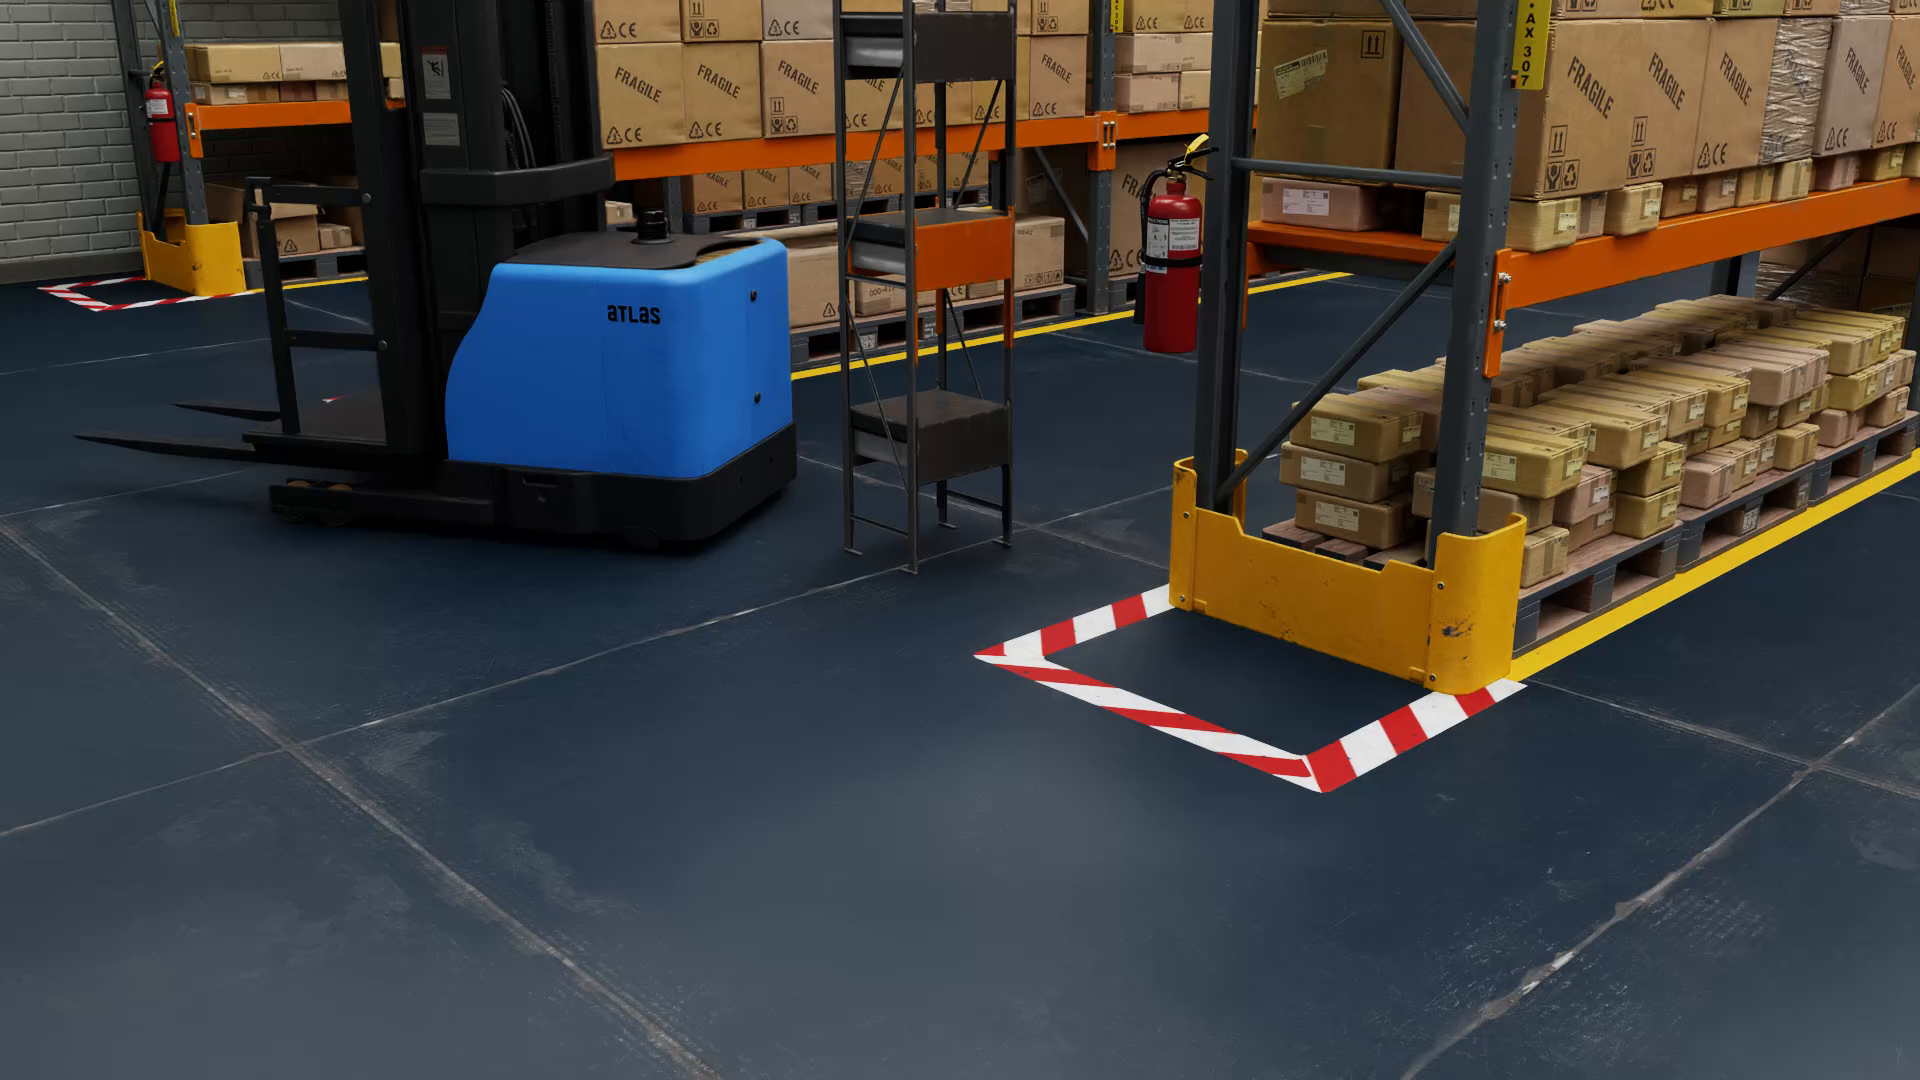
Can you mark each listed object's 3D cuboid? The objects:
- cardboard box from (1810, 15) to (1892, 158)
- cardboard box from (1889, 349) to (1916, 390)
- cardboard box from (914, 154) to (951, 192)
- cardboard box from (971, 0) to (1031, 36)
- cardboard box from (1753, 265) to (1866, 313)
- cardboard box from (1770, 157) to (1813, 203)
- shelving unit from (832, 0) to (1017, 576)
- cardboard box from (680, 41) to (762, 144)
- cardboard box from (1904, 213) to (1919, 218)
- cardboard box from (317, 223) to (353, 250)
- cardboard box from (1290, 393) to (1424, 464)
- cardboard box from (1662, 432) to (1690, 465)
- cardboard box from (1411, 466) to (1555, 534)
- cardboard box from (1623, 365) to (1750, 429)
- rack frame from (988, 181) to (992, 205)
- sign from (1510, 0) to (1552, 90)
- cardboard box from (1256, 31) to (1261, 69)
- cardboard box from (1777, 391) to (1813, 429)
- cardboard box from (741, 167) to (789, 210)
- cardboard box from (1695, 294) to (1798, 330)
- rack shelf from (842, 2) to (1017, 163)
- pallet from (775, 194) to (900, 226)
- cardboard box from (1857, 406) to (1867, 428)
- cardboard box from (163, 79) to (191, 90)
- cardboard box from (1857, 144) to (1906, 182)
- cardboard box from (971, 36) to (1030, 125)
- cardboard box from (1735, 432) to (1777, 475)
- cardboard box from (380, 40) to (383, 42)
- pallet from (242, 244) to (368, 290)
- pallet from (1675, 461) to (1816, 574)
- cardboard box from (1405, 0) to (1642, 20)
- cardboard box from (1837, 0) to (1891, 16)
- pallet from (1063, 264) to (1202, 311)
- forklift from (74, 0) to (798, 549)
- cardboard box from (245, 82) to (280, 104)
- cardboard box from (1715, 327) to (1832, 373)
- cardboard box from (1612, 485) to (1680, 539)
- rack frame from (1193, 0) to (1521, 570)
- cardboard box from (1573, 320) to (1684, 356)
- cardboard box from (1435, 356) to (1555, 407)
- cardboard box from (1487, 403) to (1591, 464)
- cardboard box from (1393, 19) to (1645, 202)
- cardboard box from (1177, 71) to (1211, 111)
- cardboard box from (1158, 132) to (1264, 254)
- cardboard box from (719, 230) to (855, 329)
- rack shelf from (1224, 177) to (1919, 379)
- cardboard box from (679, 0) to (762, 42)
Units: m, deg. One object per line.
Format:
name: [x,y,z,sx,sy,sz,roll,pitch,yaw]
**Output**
cardboard box: [3.182,-1.754,6.388,0.500,0.500,0.500,-16,24,-41]
cardboard box: [4.069,-0.793,7.527,0.250,0.149,0.380,-16,24,-40]
cardboard box: [-0.432,-3.762,16.597,0.500,0.500,0.500,-17,24,-42]
cardboard box: [0.078,-3.290,9.984,0.500,0.500,0.500,-17,24,-42]
cardboard box: [4.444,-1.170,8.602,0.500,0.500,0.500,-17,24,-42]
cardboard box: [2.946,-1.366,6.242,0.250,0.149,0.380,-16,24,-40]
shelving unit: [-0.120,-0.964,6.053,0.503,2.100,0.431,-16,24,-41]
cardboard box: [-1.407,-2.385,8.814,0.500,0.500,0.500,-17,24,-42]
cardboard box: [4.830,-1.634,8.817,0.500,0.250,0.500,-15,23,-38]
cardboard box: [-4.869,-2.331,12.753,0.380,0.149,0.250,17,24,42]
cardboard box: [1.384,-0.394,5.813,0.250,0.149,0.380,-16,24,-40]
cardboard box: [2.473,-0.362,6.196,0.380,0.149,0.250,16,24,41]
cardboard box: [1.730,-0.137,5.503,0.250,0.149,0.380,-15,23,-39]
cardboard box: [2.730,-0.543,6.274,0.250,0.149,0.380,-16,24,-40]
rack frame: [0.099,-4.993,17.021,0.127,3.000,1.000,-16,24,-41]
sign: [1.546,-1.389,4.501,0.005,0.325,0.100,-16,24,-41]
cardboard box: [1.863,-3.448,11.689,0.500,0.250,0.500,-16,24,-40]
cardboard box: [3.277,-0.583,6.878,0.250,0.149,0.380,-16,24,-40]
cardboard box: [-1.922,-3.323,15.243,0.500,0.500,0.500,-17,24,-42]
cardboard box: [3.687,-1.046,7.825,0.250,0.149,0.380,-15,23,-39]
rack shelf: [-0.120,-1.617,5.841,0.480,0.518,0.431,-16,24,-41]
pallet: [-1.356,-3.260,16.196,1.213,0.211,1.003,-16,24,-41]
cardboard box: [3.782,-0.594,7.394,0.250,0.149,0.380,-15,23,-39]
cardboard box: [-5.658,-3.309,12.234,0.250,0.149,0.380,-17,24,-41]
cardboard box: [3.685,-1.591,6.937,0.250,0.149,0.380,-15,23,-39]
cardboard box: [0.074,-2.816,10.143,0.500,0.500,0.500,-17,25,-42]
cardboard box: [3.041,-0.371,6.706,0.250,0.149,0.380,-16,24,-40]
cardboard box: [-4.444,-3.849,13.252,0.500,0.250,0.500,-16,24,-41]
pallet: [-5.080,-2.157,12.794,1.213,0.211,1.003,-16,24,-41]
pallet: [2.729,-0.210,6.789,1.213,0.211,1.003,-16,24,-41]
cardboard box: [1.682,-1.799,4.904,0.500,0.500,0.500,-16,24,-41]
cardboard box: [3.170,-2.234,6.247,0.500,0.500,0.500,-15,24,-39]
pallet: [1.114,-1.888,11.965,1.213,0.211,1.003,-16,24,-41]
forklift: [-2.269,-1.599,6.666,3.031,2.935,1.130,5,19,16]
cardboard box: [-5.134,-3.251,12.055,0.250,0.149,0.380,-15,24,-39]
cardboard box: [3.423,-0.784,7.016,0.250,0.149,0.380,-15,23,-39]
cardboard box: [2.344,-0.139,5.991,0.250,0.149,0.380,-16,24,-40]
rack frame: [1.173,-1.098,5.009,0.127,3.000,1.000,-16,24,-41]
cardboard box: [2.881,-0.840,7.190,0.250,0.149,0.380,-16,24,-40]
cardboard box: [2.095,-0.628,6.534,0.250,0.149,0.380,-15,23,-39]
cardboard box: [1.905,-0.345,5.663,0.250,0.149,0.380,-16,24,-40]
cardboard box: [1.689,-1.321,5.050,0.500,0.500,0.500,-15,23,-38]
cardboard box: [1.481,-3.107,11.446,0.500,0.250,0.500,-17,25,-42]
cardboard box: [1.652,-2.565,12.298,0.875,0.875,0.875,-15,23,-39]
cardboard box: [-1.231,-1.525,9.799,0.875,0.438,0.875,-15,24,-39]
rack shelf: [2.626,-1.180,6.427,4.000,0.370,1.077,-16,24,-41]
cardboard box: [-1.386,-2.858,8.654,0.500,0.500,0.500,-17,25,-42]
